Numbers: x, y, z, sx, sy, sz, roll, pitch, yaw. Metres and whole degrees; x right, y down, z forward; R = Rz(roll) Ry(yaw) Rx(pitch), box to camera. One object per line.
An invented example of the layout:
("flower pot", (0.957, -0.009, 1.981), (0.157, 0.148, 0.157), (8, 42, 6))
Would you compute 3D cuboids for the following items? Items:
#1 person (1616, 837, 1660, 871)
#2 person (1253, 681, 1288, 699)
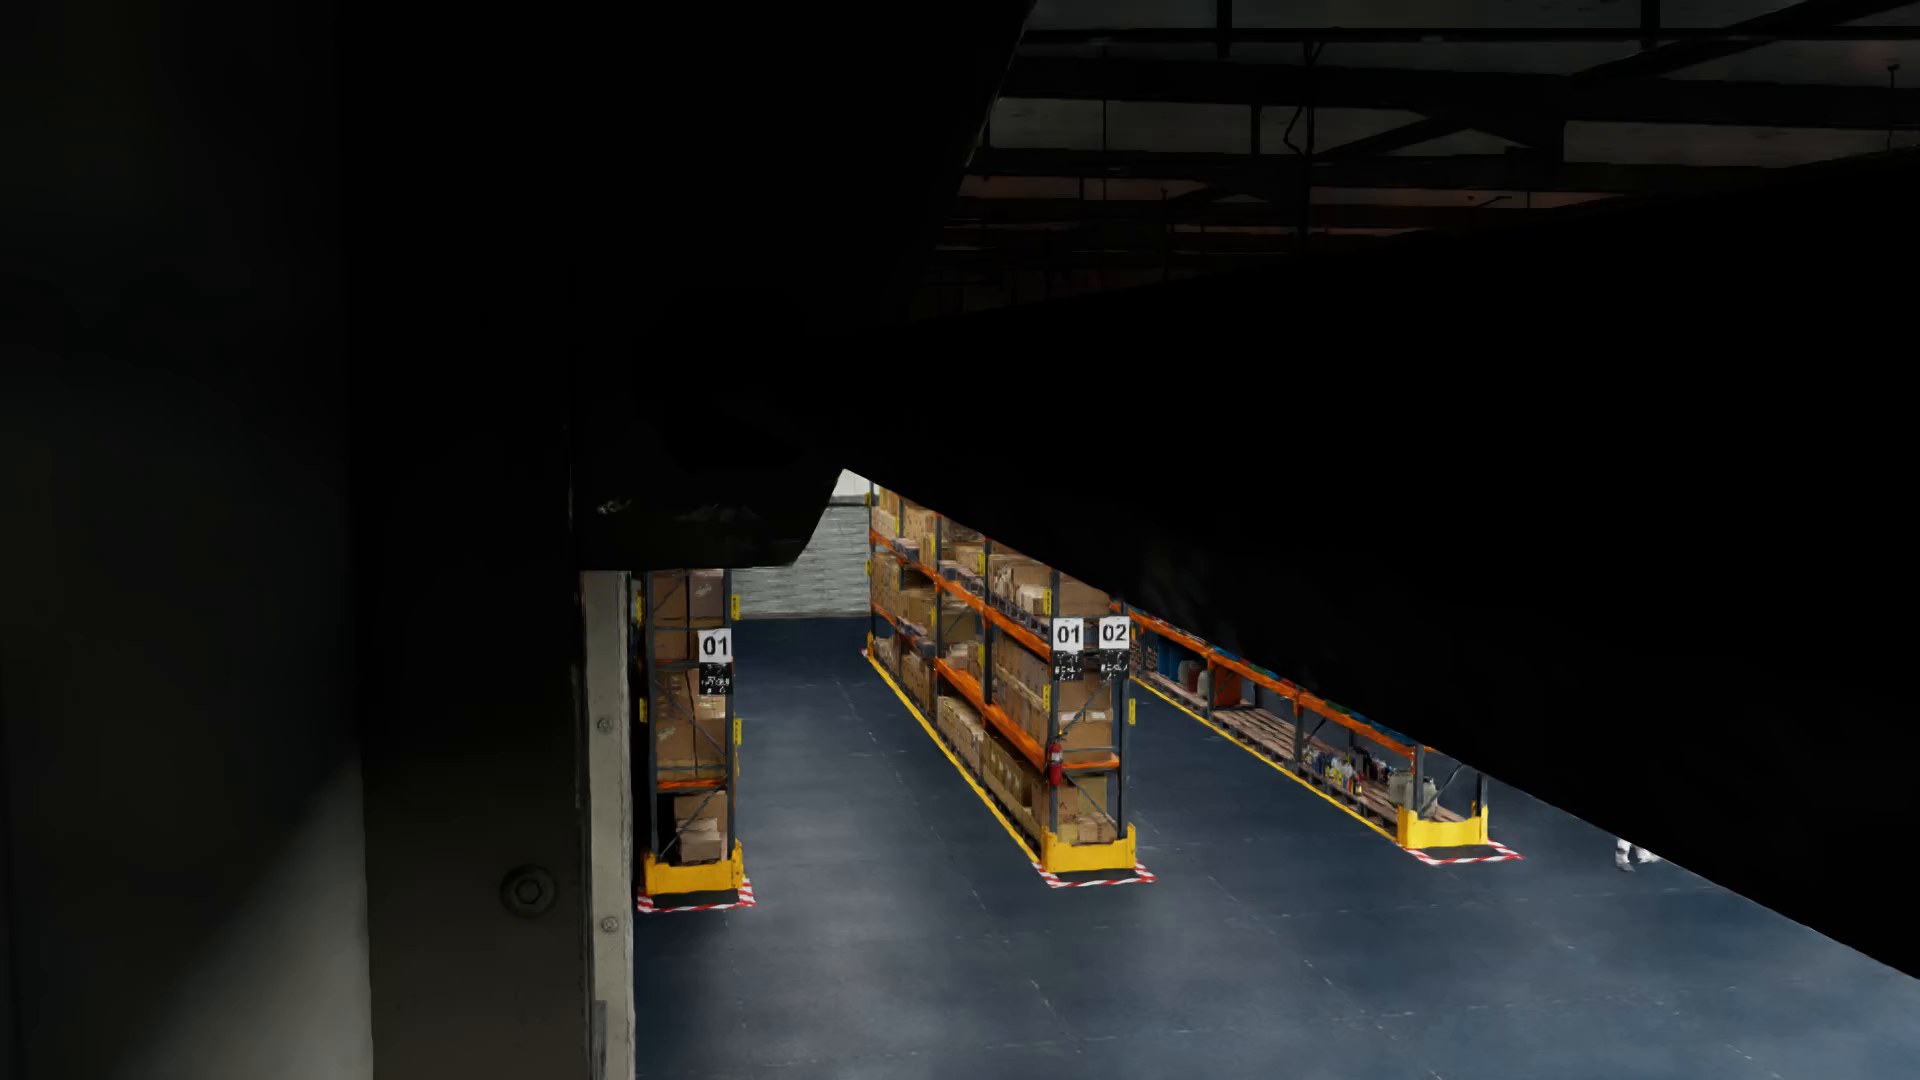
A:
("person", (8.587, 3.241, 20.979), (0.527, 1.785, 0.702), (2, 6, 21))
("person", (5.912, 2.245, 31.724), (0.412, 1.533, 0.955), (-2, 6, -19))
